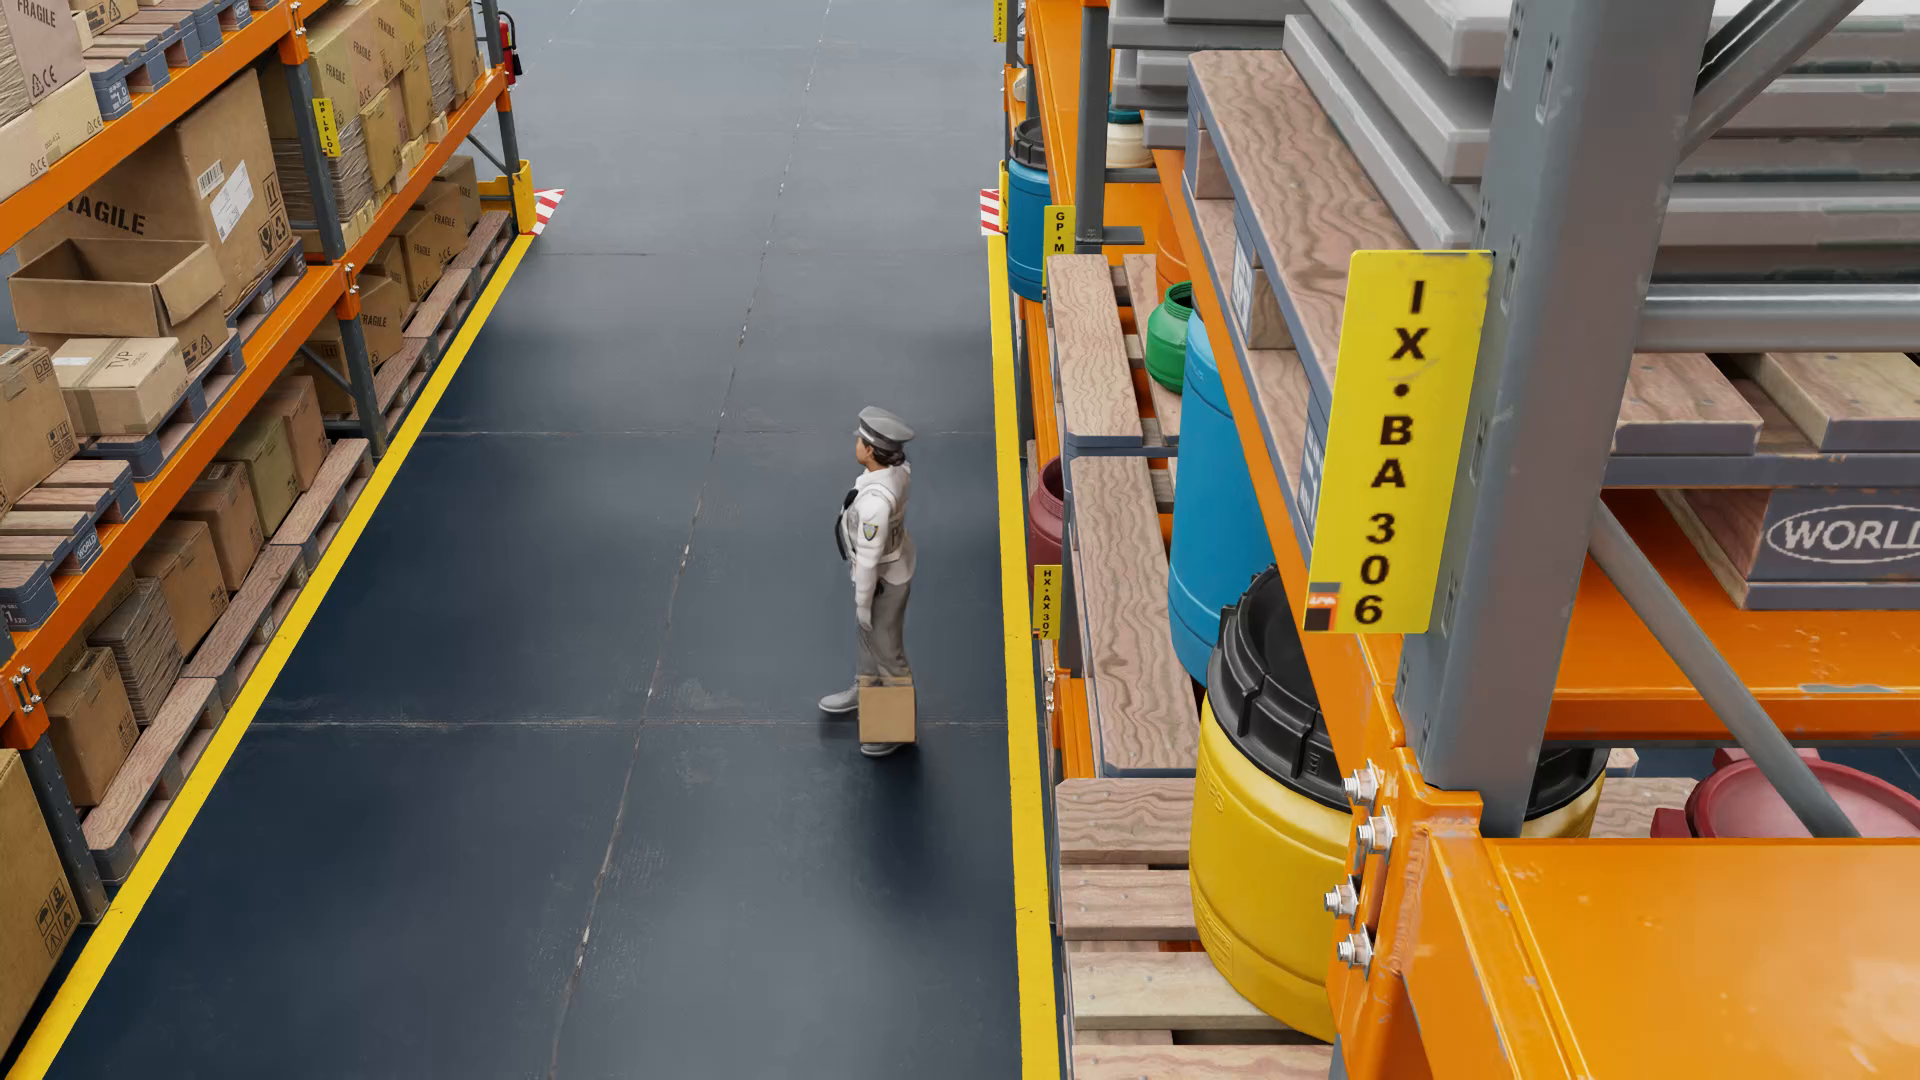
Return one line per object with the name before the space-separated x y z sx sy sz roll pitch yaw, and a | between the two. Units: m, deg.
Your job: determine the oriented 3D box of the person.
person | -0.441 0.182 7.578 0.501 1.689 0.522 3 32 5
